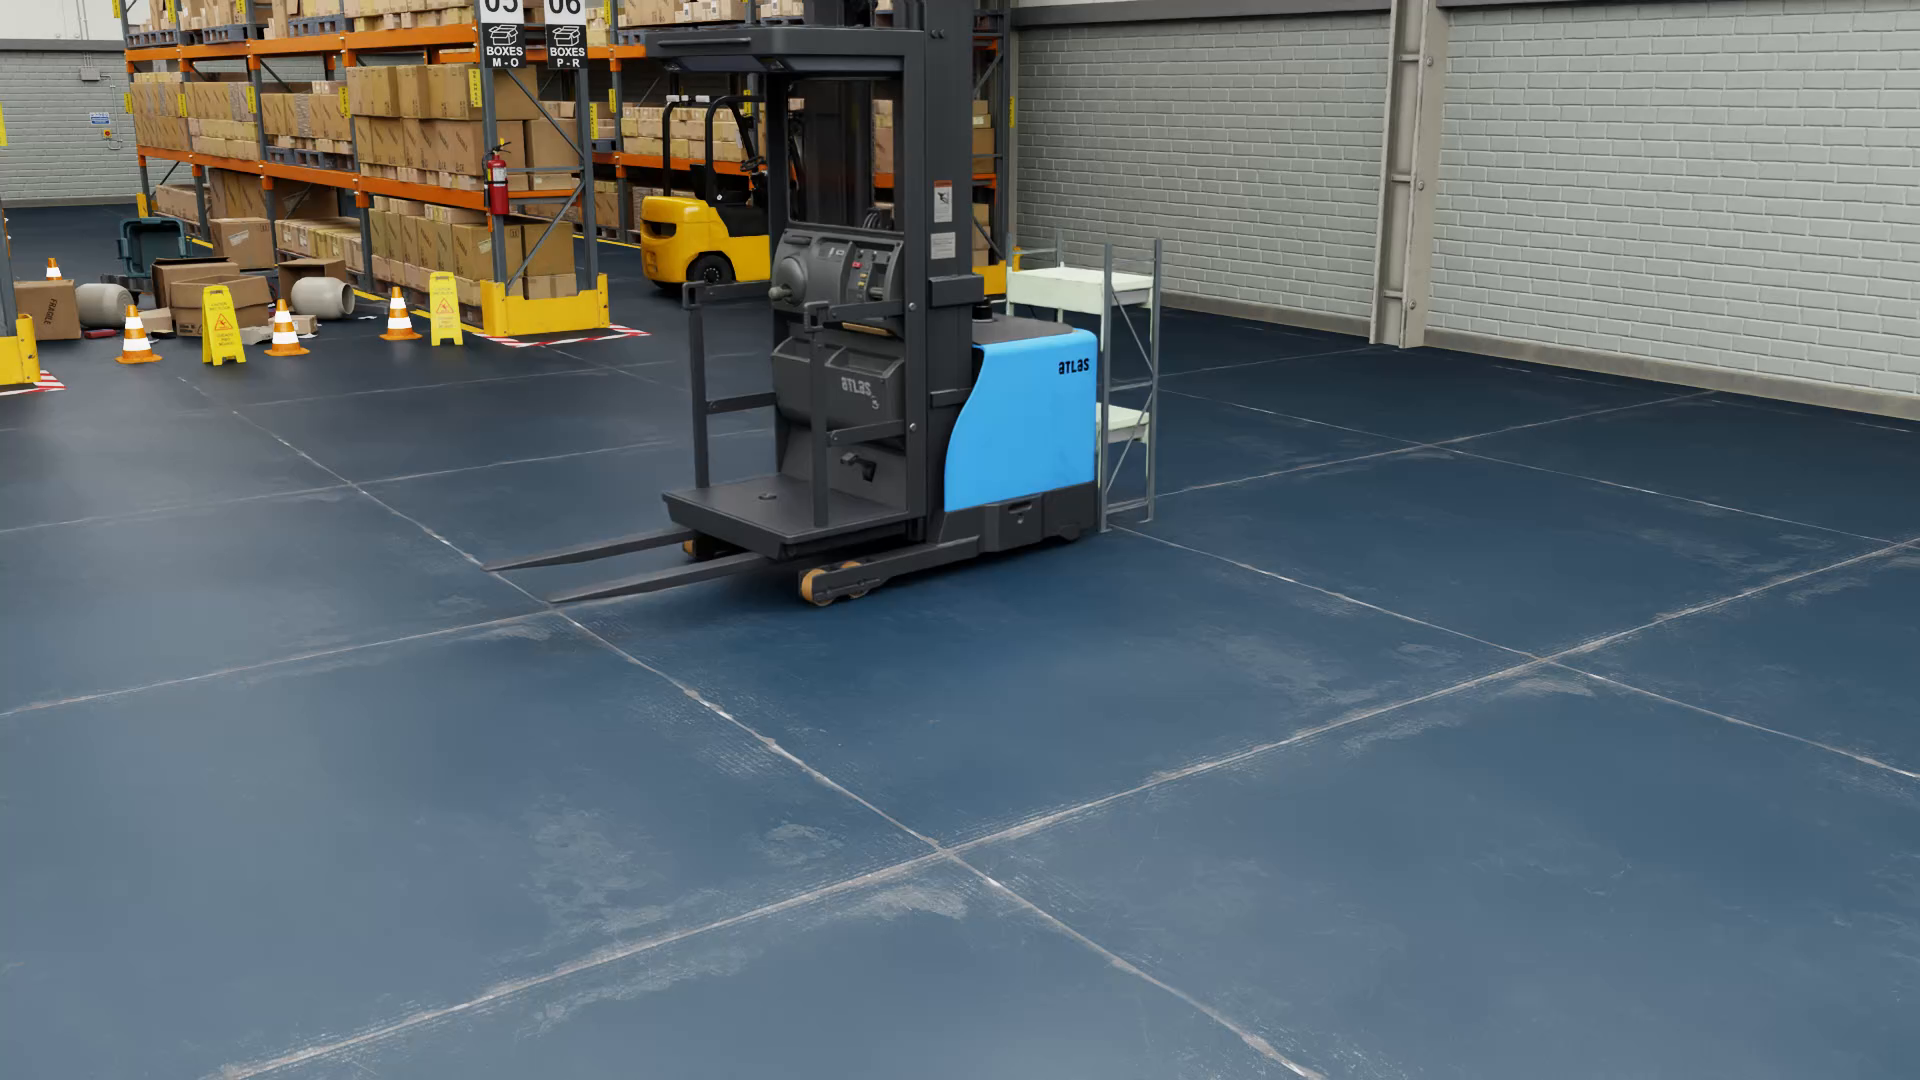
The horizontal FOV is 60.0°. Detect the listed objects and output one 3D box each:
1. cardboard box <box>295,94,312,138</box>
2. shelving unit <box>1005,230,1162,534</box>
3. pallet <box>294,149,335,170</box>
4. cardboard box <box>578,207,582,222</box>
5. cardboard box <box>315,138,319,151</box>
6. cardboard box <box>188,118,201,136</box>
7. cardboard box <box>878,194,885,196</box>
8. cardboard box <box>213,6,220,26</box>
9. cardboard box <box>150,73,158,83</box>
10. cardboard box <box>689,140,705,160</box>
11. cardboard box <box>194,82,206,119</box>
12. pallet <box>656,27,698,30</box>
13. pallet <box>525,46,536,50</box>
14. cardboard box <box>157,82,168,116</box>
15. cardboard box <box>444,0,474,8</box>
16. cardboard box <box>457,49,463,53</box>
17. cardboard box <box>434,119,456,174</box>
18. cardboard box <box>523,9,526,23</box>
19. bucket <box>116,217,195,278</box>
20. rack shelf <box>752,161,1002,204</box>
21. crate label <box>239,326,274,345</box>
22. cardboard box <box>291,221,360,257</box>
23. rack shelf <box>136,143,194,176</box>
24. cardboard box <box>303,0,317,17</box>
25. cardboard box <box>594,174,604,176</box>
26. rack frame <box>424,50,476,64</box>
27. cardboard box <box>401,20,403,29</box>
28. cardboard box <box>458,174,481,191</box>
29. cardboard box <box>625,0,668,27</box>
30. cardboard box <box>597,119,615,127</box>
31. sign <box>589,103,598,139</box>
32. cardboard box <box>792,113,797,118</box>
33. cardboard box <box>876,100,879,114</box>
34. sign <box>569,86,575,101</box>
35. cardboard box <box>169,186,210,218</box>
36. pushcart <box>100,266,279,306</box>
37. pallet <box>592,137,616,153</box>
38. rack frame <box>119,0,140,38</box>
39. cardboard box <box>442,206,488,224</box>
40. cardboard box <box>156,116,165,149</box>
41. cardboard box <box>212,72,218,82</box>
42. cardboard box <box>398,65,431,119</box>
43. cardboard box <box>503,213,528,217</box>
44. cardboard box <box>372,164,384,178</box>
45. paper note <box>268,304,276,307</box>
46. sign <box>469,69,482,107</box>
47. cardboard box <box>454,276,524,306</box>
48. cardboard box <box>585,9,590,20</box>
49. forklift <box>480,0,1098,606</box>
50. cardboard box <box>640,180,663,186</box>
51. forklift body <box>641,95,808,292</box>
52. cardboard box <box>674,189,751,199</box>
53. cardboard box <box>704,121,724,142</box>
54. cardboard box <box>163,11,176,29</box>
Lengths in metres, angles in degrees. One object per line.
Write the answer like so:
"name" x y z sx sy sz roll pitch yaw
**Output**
"cardboard box" -7.612 -5.081 19.912 0.500 0.500 0.500 -12 19 -37
"shelving unit" 0.642 -0.867 8.903 0.431 1.500 0.755 -13 20 -39
"pallet" -7.409 -4.641 20.214 1.003 0.211 1.213 -11 19 -35
"cardboard box" -5.612 -5.195 25.813 0.500 0.500 0.500 -10 18 -32
"cardboard box" -7.369 -4.664 19.615 0.380 0.149 0.250 -11 19 -35
"cardboard box" -10.928 -6.035 24.281 0.500 0.250 0.500 -12 19 -36
"cardboard box" -1.199 -4.134 20.519 0.500 0.250 0.500 -11 19 -34
"cardboard box" -9.699 -6.974 22.152 0.396 0.266 0.258 -11 19 -36
"cardboard box" -12.448 -7.245 26.052 0.380 0.149 0.250 -11 19 -36
"cardboard box" -3.317 -5.279 22.465 0.500 0.250 0.500 -11 19 -34
"cardboard box" -10.611 -6.291 23.797 0.500 0.500 0.500 -11 19 -35
"pallet" -3.462 -6.907 22.807 1.003 0.211 1.213 -10 18 -32
"pallet" -6.619 -7.981 26.728 1.213 0.211 1.003 -11 19 -35
"cardboard box" -12.058 -6.809 25.689 0.500 0.500 0.500 -11 19 -34
"cardboard box" -4.422 -5.027 15.299 0.500 0.250 0.500 -11 19 -35
"cardboard box" -8.475 -8.508 28.774 0.380 0.149 0.250 -11 19 -34
"cardboard box" -4.735 -3.814 16.076 0.500 0.500 0.500 -11 19 -34
"cardboard box" -4.062 -4.930 15.702 0.380 0.149 0.250 -12 19 -36
"bucket" -8.254 -2.989 17.135 0.726 0.611 0.620 -4 6 -15
"rack shelf" -1.066 -4.293 19.941 1.077 0.370 4.000 -11 19 -35
"crate label" -6.409 -1.866 15.133 0.298 0.136 0.250 7 17 23
"cardboard box" -7.842 -3.806 20.983 0.950 0.372 0.625 -11 19 -36
"rack shelf" -12.134 -6.084 26.486 1.077 0.370 4.000 -11 19 -35
"cardboard box" -7.308 -6.193 19.327 0.500 0.250 0.500 -11 19 -34
"cardboard box" -5.897 -5.827 26.896 0.380 0.149 0.250 -10 18 -33
"rack frame" -9.297 -7.629 30.769 1.000 3.000 0.127 -11 19 -35
"cardboard box" -5.362 -5.187 16.638 0.380 0.149 0.250 -11 19 -34
"cardboard box" -4.534 -3.404 15.806 0.380 0.149 0.250 -11 19 -35
"cardboard box" -4.365 -7.474 23.346 0.500 0.500 0.500 -11 19 -34
"cardboard box" -5.476 -6.226 25.131 0.500 0.250 0.500 -12 19 -37
"sign" -3.464 -3.943 15.661 0.100 0.325 0.005 -11 19 -35
"cardboard box" -1.853 -5.148 20.287 0.380 0.149 0.250 -10 18 -33
"cardboard box" -0.946 -4.964 19.048 0.380 0.149 0.250 -10 18 -33
"sign" -6.499 -7.420 27.813 0.100 0.325 0.005 -11 19 -35
"cardboard box" -12.296 -5.505 27.066 0.875 0.438 0.875 -10 18 -33
"pushcart" -8.069 -2.666 17.603 0.936 0.377 1.648 10 18 33
"pallet" -5.049 -5.962 25.042 1.213 0.211 1.003 -11 19 -35
"rack frame" -13.310 -9.752 27.159 1.000 3.000 0.127 -11 19 -35
"cardboard box" -4.855 -3.191 16.316 0.380 0.149 0.250 -10 18 -33
"cardboard box" -12.348 -6.440 26.233 0.500 0.500 0.500 -10 18 -33
"cardboard box" -11.098 -7.007 25.184 0.380 0.149 0.250 -11 19 -34
"cardboard box" -5.054 -4.393 16.297 0.700 0.500 0.500 -11 19 -35
"cardboard box" -4.767 -3.119 17.282 0.500 0.500 0.500 -10 18 -33
"cardboard box" -6.138 -4.011 18.027 0.380 0.149 0.250 -10 18 -33
"paper note" -7.323 -2.486 17.600 0.148 0.019 0.142 -11 19 -35
"sign" -4.363 -4.070 14.974 0.100 0.325 0.005 -11 19 -35
"cardboard box" -4.610 -2.454 16.272 0.500 0.250 0.500 -11 19 -35
"cardboard box" -5.417 -7.841 24.826 0.380 0.149 0.250 -11 19 -35
"forklift" -0.741 -1.272 7.670 3.031 2.935 1.130 -13 20 -39
"cardboard box" -4.648 -5.390 25.300 0.380 0.149 0.250 -10 18 -32
"forklift body" -2.480 -3.925 18.843 2.313 2.155 1.214 -11 19 -35
"cardboard box" -3.451 -4.561 23.261 0.875 0.625 0.625 -12 19 -37
"cardboard box" -3.046 -5.410 21.996 0.500 0.250 0.500 -11 19 -36
"cardboard box" -11.593 -7.723 24.700 0.396 0.266 0.258 -10 18 -33
